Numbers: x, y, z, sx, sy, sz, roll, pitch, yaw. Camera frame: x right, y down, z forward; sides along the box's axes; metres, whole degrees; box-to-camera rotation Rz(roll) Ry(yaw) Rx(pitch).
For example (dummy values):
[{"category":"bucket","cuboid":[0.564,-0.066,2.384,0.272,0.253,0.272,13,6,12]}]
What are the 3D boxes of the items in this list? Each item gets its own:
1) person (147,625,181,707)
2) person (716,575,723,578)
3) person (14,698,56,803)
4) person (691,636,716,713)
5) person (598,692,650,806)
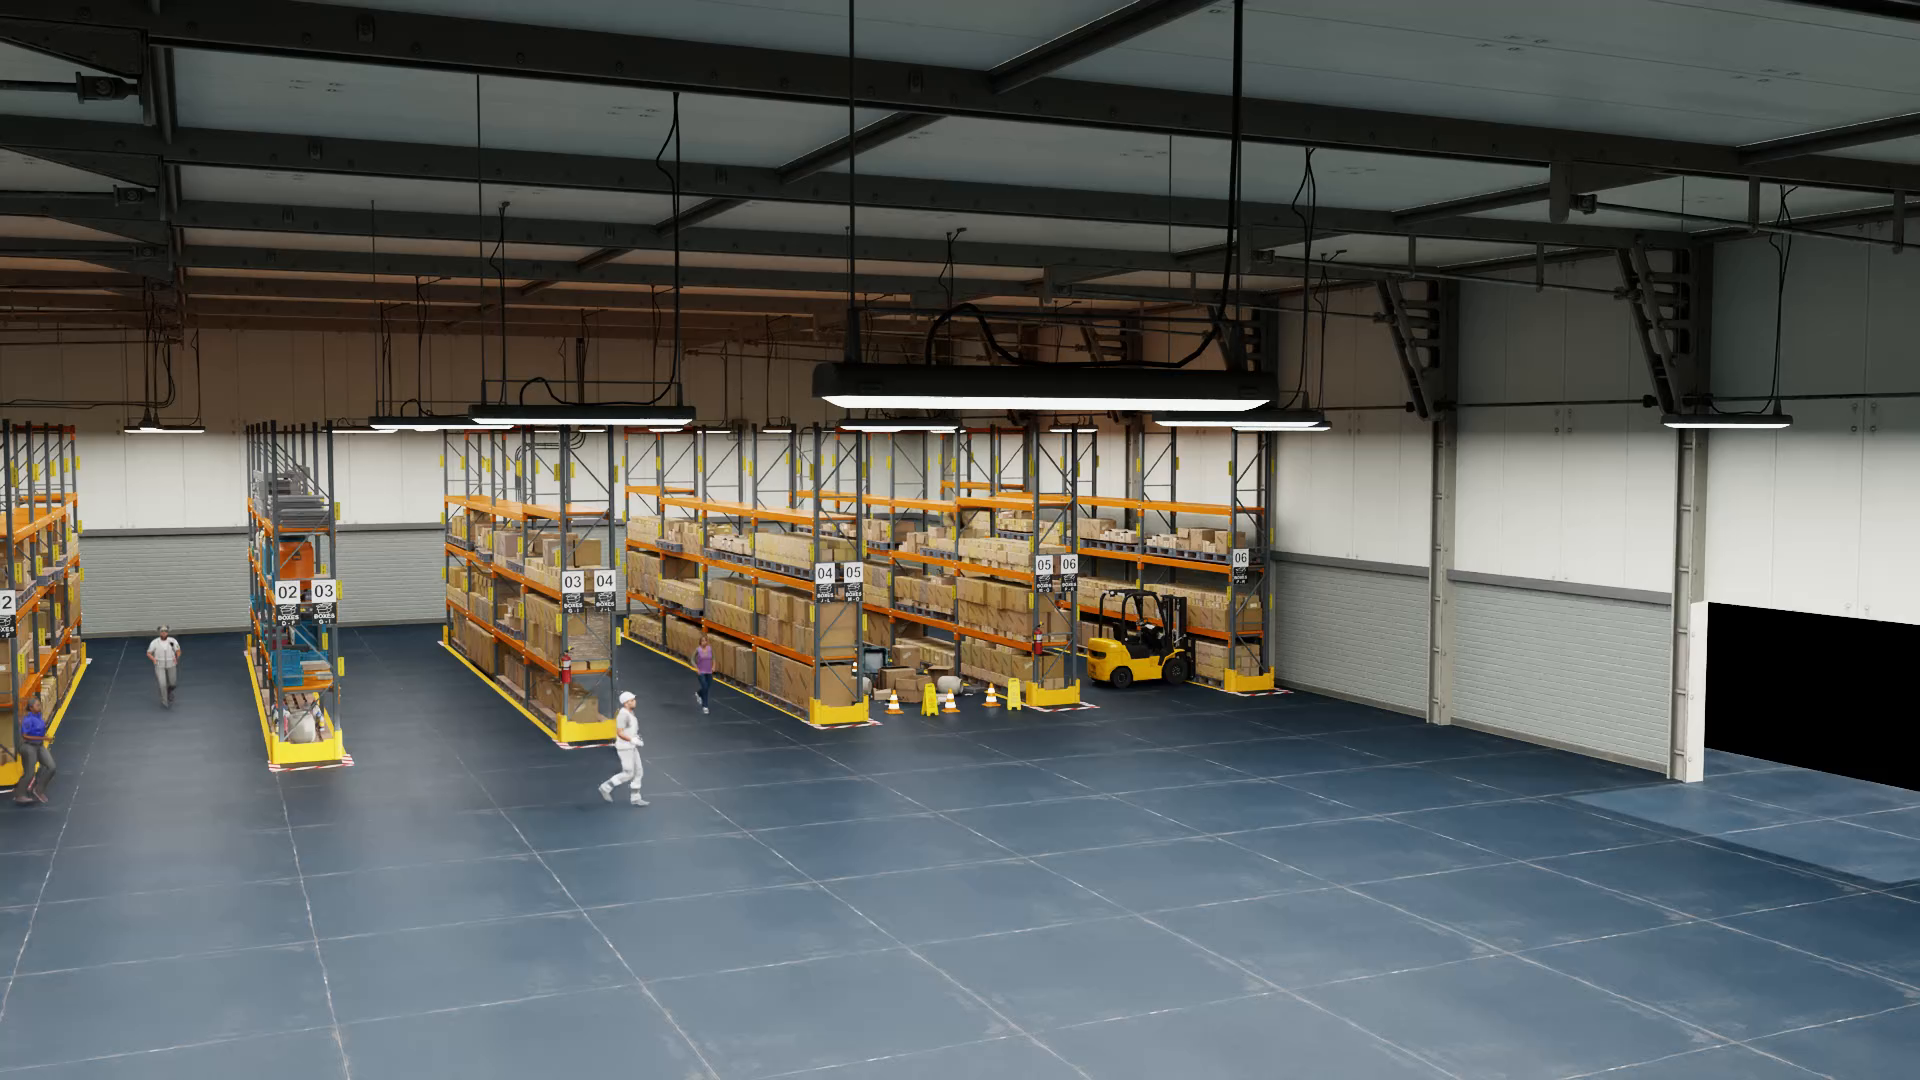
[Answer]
[{"category":"person","cuboid":[-16.831,2.653,35.192,0.661,1.731,0.605,-2,4,-32]},{"category":"person","cuboid":[-6.800,1.883,47.063,0.683,1.808,0.845,-2,4,-28]},{"category":"person","cuboid":[-14.380,3.303,25.859,0.696,1.673,0.573,0,4,3]},{"category":"person","cuboid":[-5.362,2.776,34.654,0.539,1.596,0.674,-2,4,-30]},{"category":"person","cuboid":[-5.193,3.232,25.731,0.782,1.780,0.684,0,4,-1]}]
